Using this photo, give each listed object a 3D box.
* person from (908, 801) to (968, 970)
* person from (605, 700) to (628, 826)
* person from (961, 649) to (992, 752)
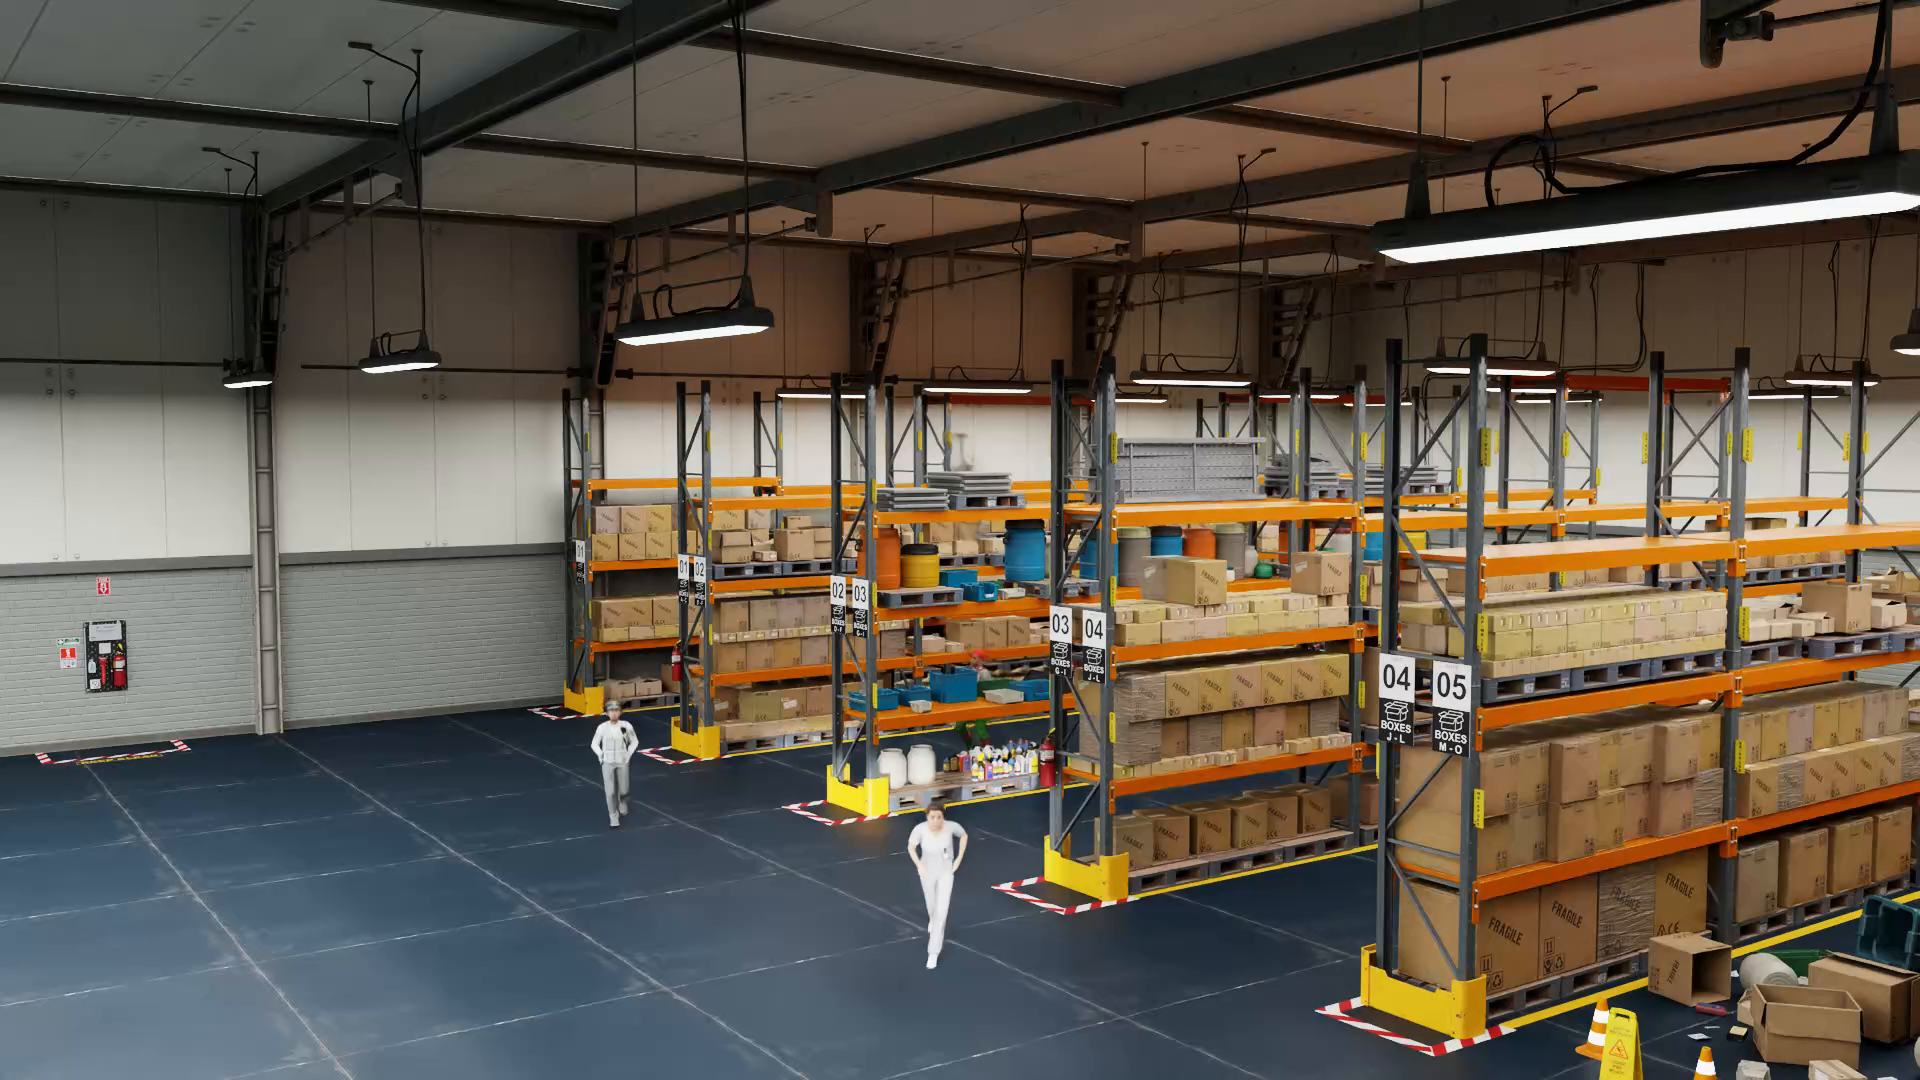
[{"bbox_3d":[-0.226,3.324,16.483,0.591,1.624,0.994,0,4,-4],"label":"person"},{"bbox_3d":[-4.553,2.928,21.971,0.305,1.648,0.489,-1,4,-11],"label":"person"},{"bbox_3d":[0.215,2.598,26.038,0.641,1.785,0.702,3,5,44],"label":"person"}]
